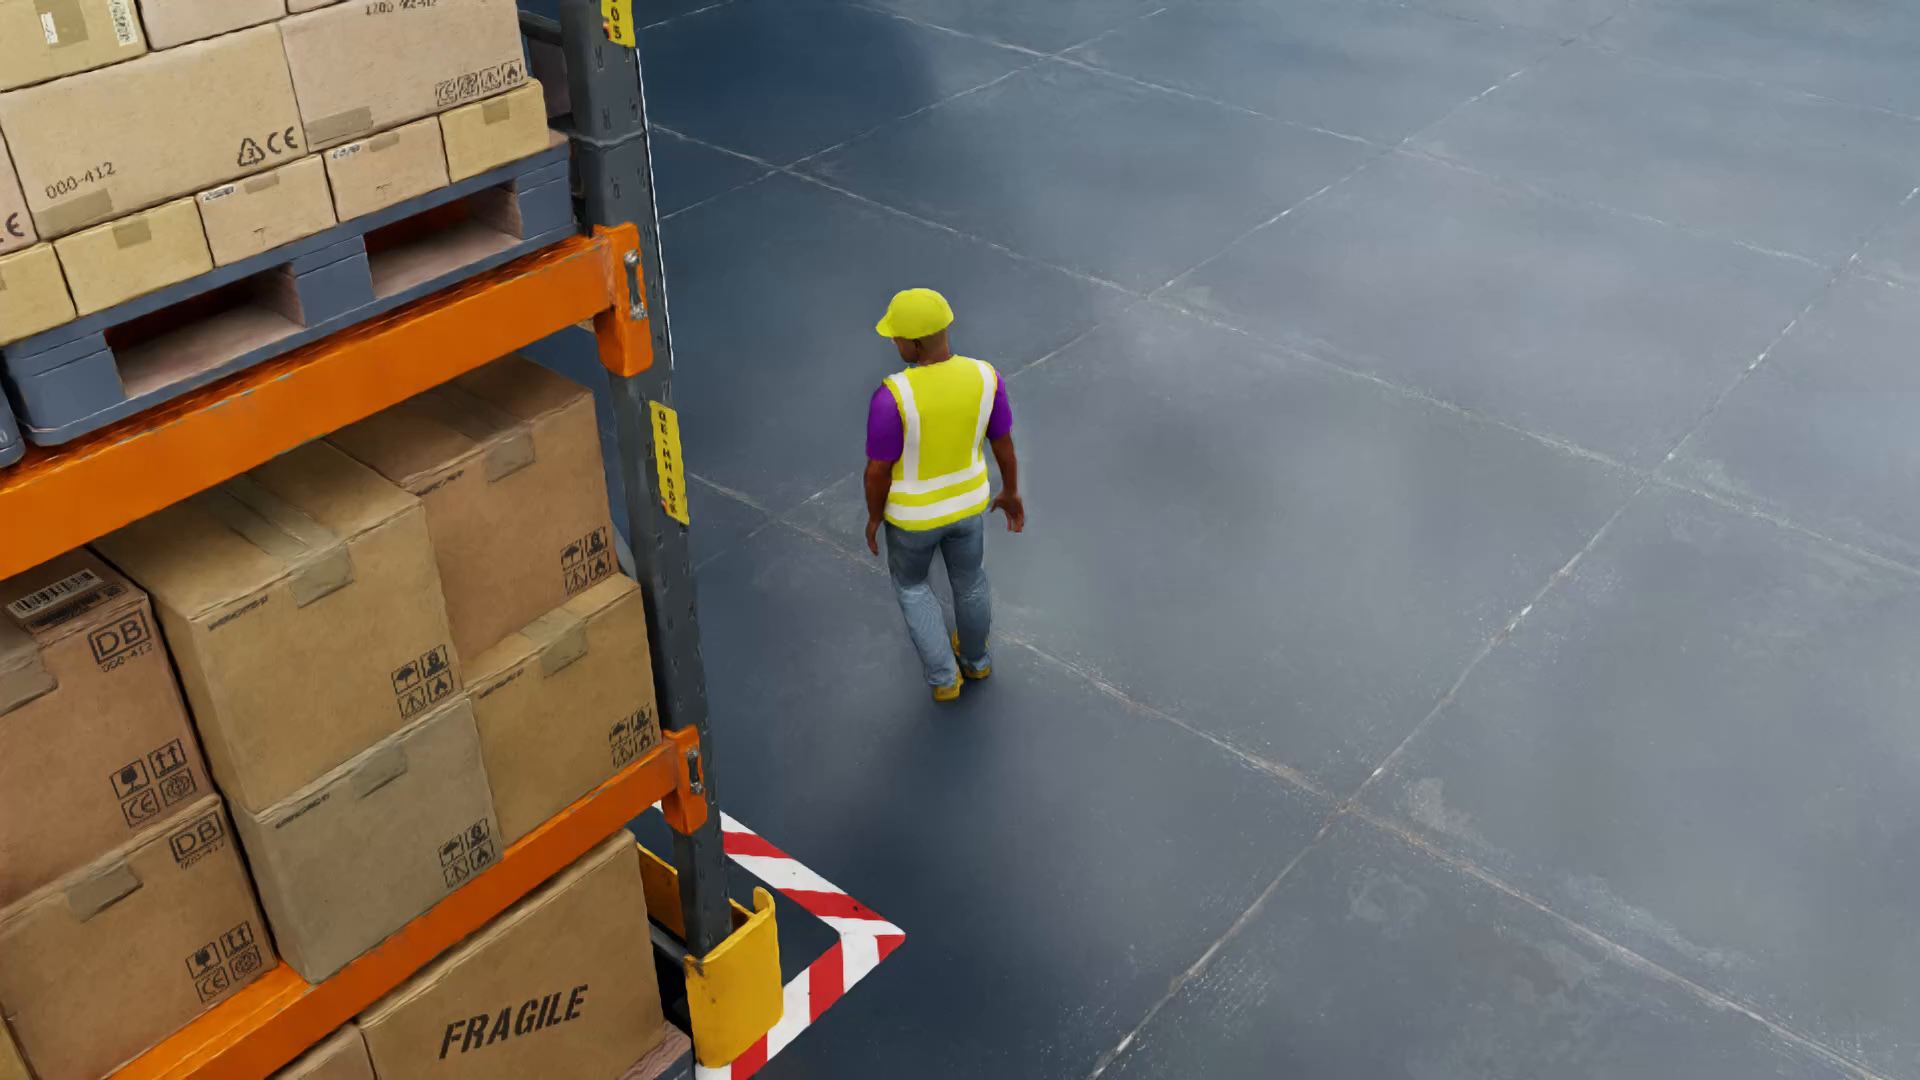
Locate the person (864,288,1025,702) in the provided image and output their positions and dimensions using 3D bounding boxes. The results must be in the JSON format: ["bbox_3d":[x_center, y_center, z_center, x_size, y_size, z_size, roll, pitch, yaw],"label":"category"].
[{"bbox_3d":[-0.073,-0.144,6.333,0.651,1.765,0.480,-16,38,-21],"label":"person"}]
